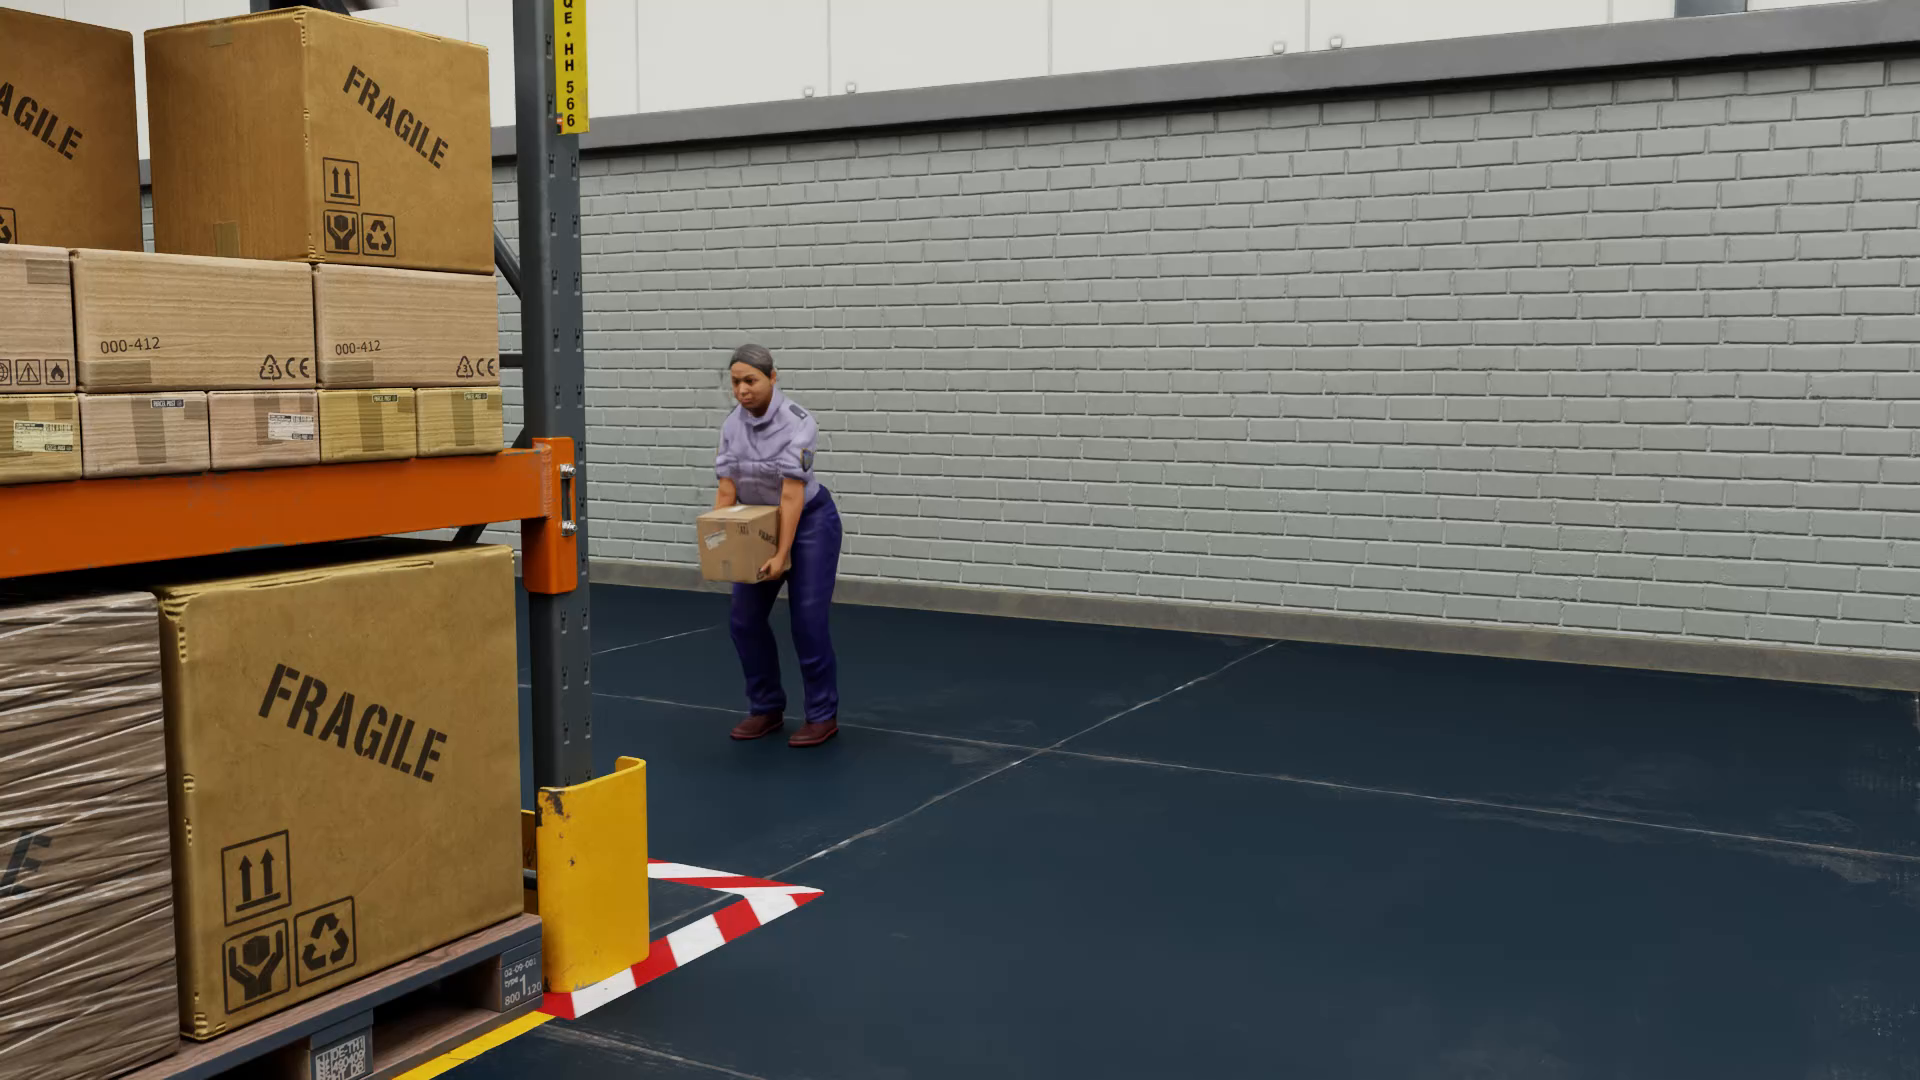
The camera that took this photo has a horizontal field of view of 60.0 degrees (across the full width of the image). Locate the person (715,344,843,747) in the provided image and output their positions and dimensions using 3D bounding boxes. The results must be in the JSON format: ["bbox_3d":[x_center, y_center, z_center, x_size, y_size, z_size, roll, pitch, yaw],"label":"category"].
[{"bbox_3d":[-0.735,0.023,6.589,0.438,1.582,0.577,3,7,28],"label":"person"}]
